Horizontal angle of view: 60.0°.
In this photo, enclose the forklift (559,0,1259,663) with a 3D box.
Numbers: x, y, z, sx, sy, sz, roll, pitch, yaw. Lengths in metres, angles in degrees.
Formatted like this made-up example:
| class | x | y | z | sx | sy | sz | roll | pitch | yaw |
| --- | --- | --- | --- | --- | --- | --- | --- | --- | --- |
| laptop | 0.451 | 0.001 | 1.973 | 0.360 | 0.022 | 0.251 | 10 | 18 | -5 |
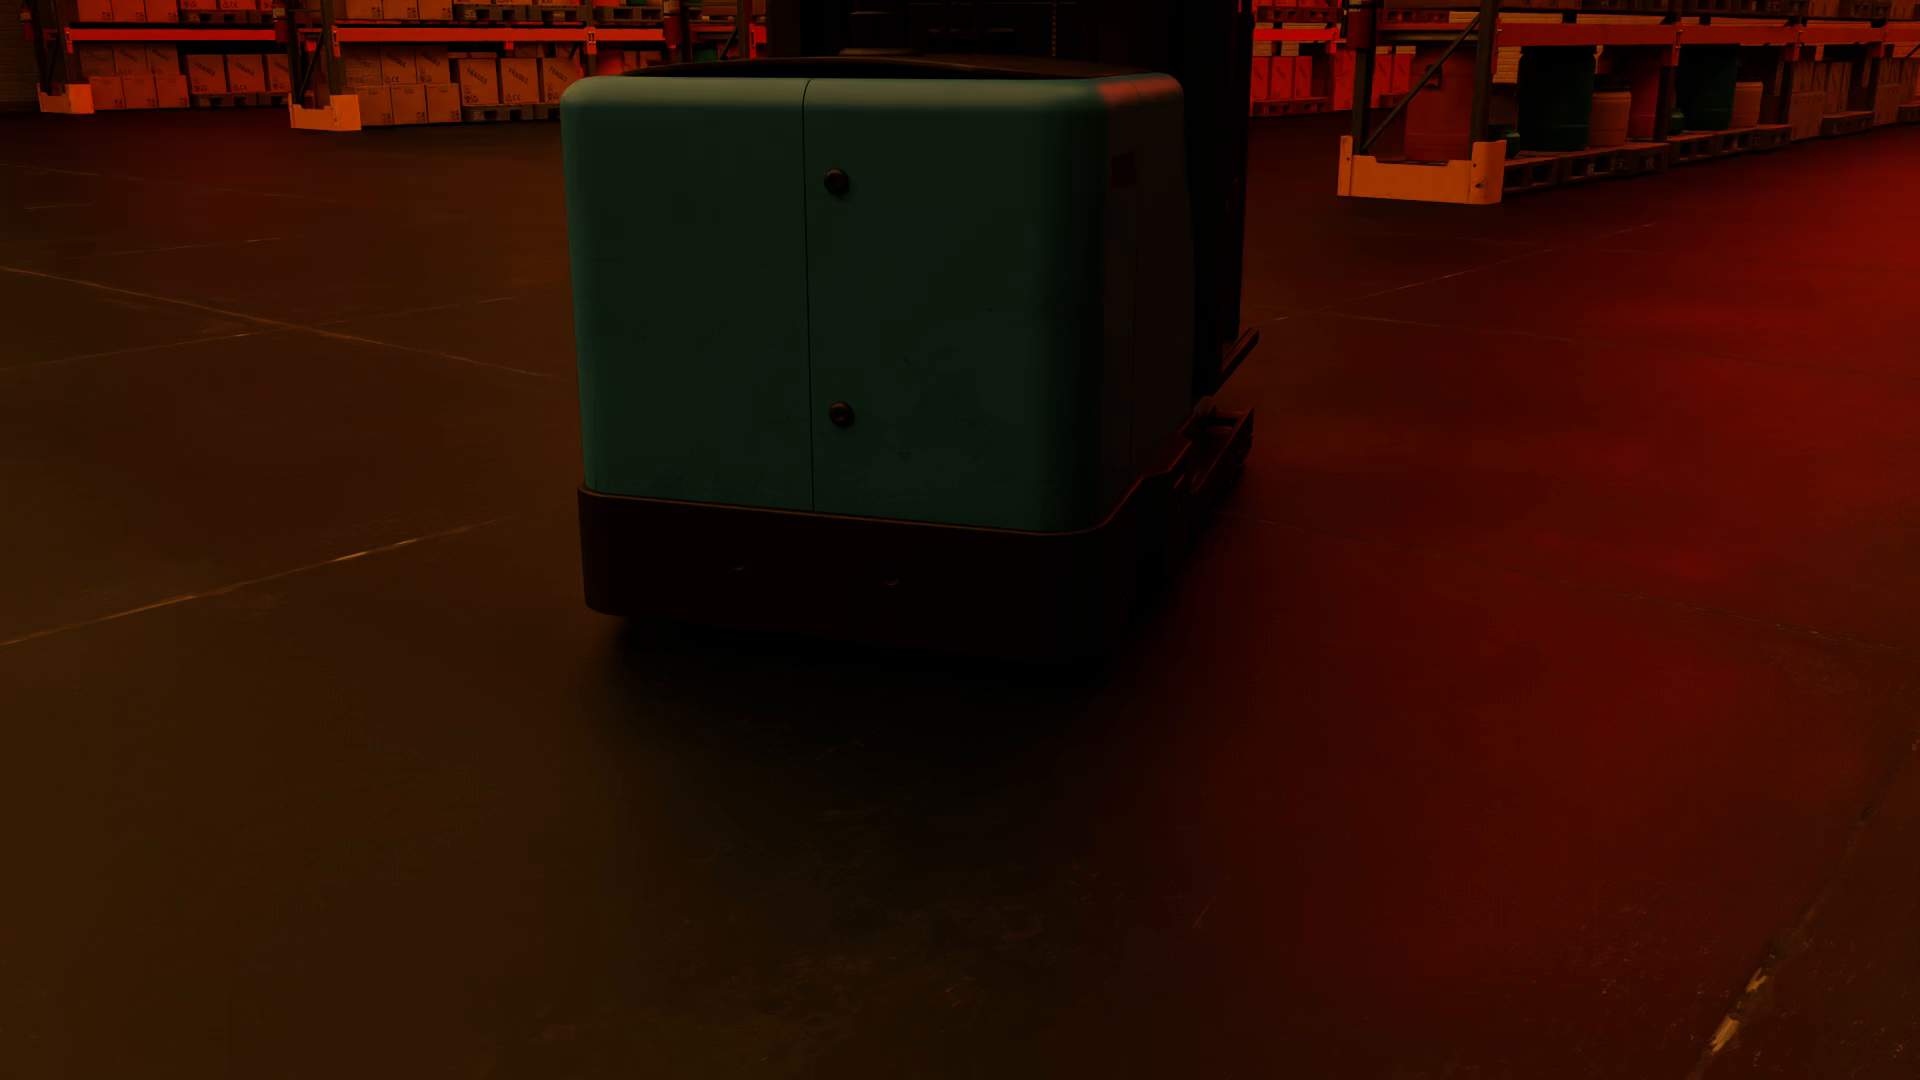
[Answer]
| class | x | y | z | sx | sy | sz | roll | pitch | yaw |
| --- | --- | --- | --- | --- | --- | --- | --- | --- | --- |
| forklift | 0.182 | -1.571 | 4.072 | 1.130 | 2.935 | 3.031 | 5 | 18 | 17 |
